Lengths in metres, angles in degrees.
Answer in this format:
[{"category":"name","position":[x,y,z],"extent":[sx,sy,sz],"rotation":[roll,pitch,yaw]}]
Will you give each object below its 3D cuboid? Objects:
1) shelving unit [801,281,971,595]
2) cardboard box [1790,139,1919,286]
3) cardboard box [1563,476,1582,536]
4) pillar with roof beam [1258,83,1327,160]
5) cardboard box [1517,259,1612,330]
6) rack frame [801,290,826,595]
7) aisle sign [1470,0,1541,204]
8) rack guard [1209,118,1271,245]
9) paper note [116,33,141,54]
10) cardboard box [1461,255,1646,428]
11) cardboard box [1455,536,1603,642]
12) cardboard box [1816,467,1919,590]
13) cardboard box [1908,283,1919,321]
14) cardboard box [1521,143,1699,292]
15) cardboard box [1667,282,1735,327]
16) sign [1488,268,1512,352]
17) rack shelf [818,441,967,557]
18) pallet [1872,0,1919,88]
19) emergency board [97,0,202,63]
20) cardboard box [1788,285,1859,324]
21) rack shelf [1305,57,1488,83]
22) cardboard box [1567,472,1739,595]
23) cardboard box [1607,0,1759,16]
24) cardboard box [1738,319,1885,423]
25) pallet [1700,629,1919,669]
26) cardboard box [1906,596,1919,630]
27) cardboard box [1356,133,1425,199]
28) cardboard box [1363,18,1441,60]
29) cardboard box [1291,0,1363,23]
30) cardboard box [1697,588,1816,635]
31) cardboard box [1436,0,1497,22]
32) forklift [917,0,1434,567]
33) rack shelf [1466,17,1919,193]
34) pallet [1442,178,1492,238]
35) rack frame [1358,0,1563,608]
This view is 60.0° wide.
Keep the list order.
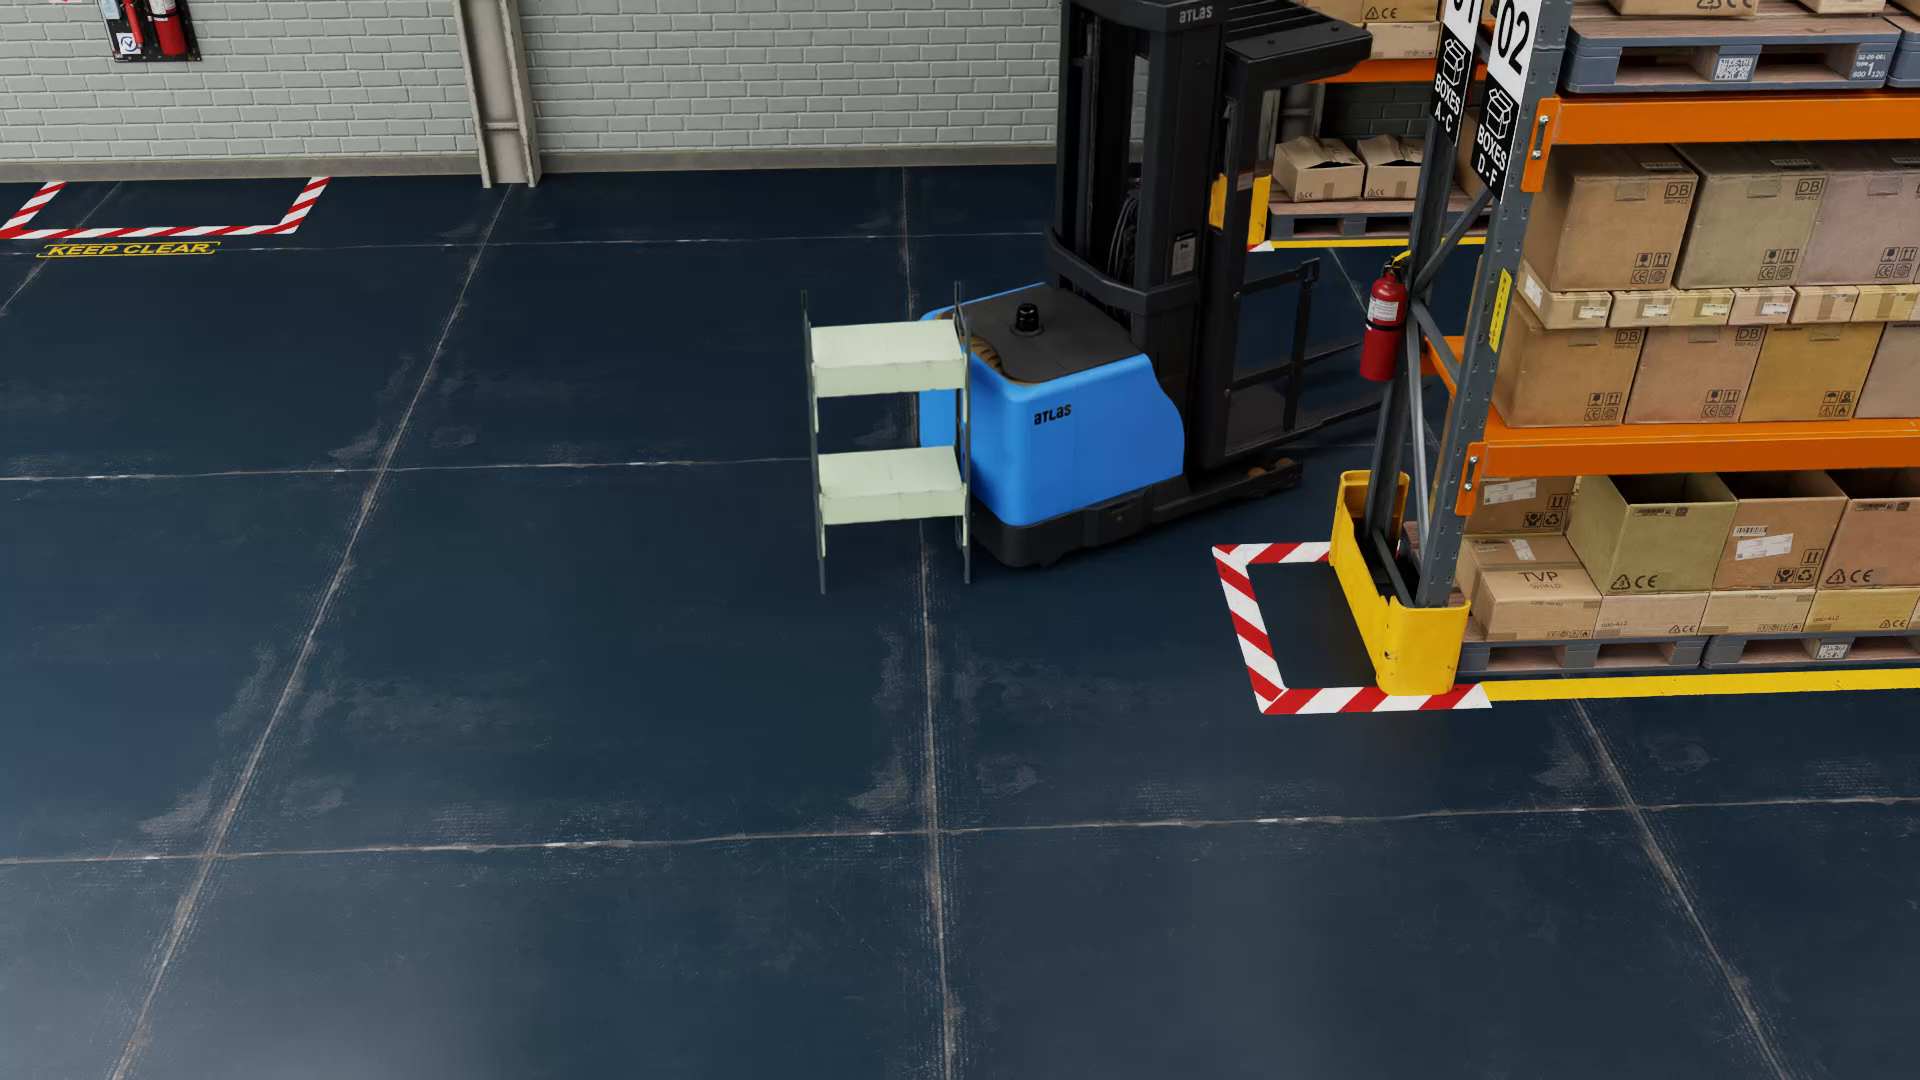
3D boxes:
[{"category":"shelving unit","position":[-0.350,-0.479,8.160],"extent":[0.755,1.500,0.431],"rotation":[-4,35,-6]},{"category":"cardboard box","position":[3.684,-1.456,7.026],"extent":[0.500,0.500,0.700],"rotation":[-1,35,-2]},{"category":"cardboard box","position":[3.156,-0.088,8.325],"extent":[0.500,0.250,0.500],"rotation":[-2,35,-2]},{"category":"pillar with roof beam","position":[2.759,-4.189,6.932],"extent":[0.400,9.000,9.100],"rotation":[-2,35,-2]},{"category":"cardboard box","position":[2.538,-1.039,6.994],"extent":[0.250,0.149,0.380],"rotation":[-2,35,-3]},{"category":"rack frame","position":[-0.713,-0.452,8.122],"extent":[0.023,1.500,0.400],"rotation":[-4,35,-6]},{"category":"aisle sign","position":[2.084,-1.736,6.375],"extent":[0.004,0.787,0.394],"rotation":[-2,35,-2]},{"category":"rack guard","position":[1.973,-2.633,12.152],"extent":[0.348,0.500,1.175],"rotation":[-2,35,-2]},{"category":"paper note","position":[-6.088,-3.635,12.177],"extent":[0.142,0.148,0.016],"rotation":[-2,35,-2]},{"category":"cardboard box","position":[2.602,-0.890,7.348],"extent":[0.500,0.500,0.700],"rotation":[-2,35,-2]},{"category":"cardboard box","position":[2.682,0.227,7.870],"extent":[0.500,0.250,0.500],"rotation":[-2,35,-2]},{"category":"cardboard box","position":[4.180,-0.121,7.713],"extent":[0.500,0.500,0.500],"rotation":[-2,35,-2]},{"category":"cardboard box","position":[4.073,-1.080,7.054],"extent":[0.250,0.149,0.380],"rotation":[-1,35,-2]},{"category":"cardboard box","position":[2.655,-1.425,6.981],"extent":[0.500,0.500,0.700],"rotation":[-1,35,-2]},{"category":"cardboard box","position":[3.050,-1.054,7.015],"extent":[0.250,0.149,0.380],"rotation":[-1,35,-2]},{"category":"sign","position":[2.156,-0.916,6.644],"extent":[0.005,0.325,0.100],"rotation":[-2,35,-2]},{"category":"rack shelf","position":[-0.350,-0.211,8.346],"extent":[0.720,0.370,0.431],"rotation":[-4,35,-6]},{"category":"pallet","position":[4.064,-2.079,6.597],"extent":[1.213,0.211,1.003],"rotation":[-2,35,-2]},{"category":"emergency board","position":[-5.908,-3.963,11.877],"extent":[0.643,1.169,0.194],"rotation":[-2,35,-2]},{"category":"cardboard box","position":[3.569,-1.068,7.036],"extent":[0.250,0.149,0.380],"rotation":[-3,35,-4]},{"category":"rack shelf","position":[3.895,-3.417,11.720],"extent":[4.000,0.370,1.077],"rotation":[-2,35,-2]},{"category":"cardboard box","position":[3.181,-0.096,7.678],"extent":[0.500,0.500,0.500],"rotation":[-2,35,-2]},{"category":"cardboard box","position":[2.710,-2.363,6.346],"extent":[0.637,0.503,0.797],"rotation":[1,35,1]},{"category":"cardboard box","position":[3.623,-0.917,7.387],"extent":[0.500,0.500,0.700],"rotation":[-1,35,-2]},{"category":"pallet","position":[4.113,0.228,8.272],"extent":[1.213,0.211,1.003],"rotation":[-2,35,-2]},{"category":"cardboard box","position":[4.679,0.173,7.947],"extent":[0.500,0.250,0.500],"rotation":[-2,35,-2]},{"category":"cardboard box","position":[3.162,-2.717,12.053],"extent":[0.500,0.311,0.500],"rotation":[1,35,2]},{"category":"cardboard box","position":[2.918,-3.460,11.265],"extent":[0.500,0.250,0.500],"rotation":[-3,35,-4]},{"category":"cardboard box","position":[2.388,-3.756,11.033],"extent":[0.500,0.500,0.500],"rotation":[-1,35,-2]},{"category":"cardboard box","position":[3.680,0.198,7.912],"extent":[0.500,0.250,0.500],"rotation":[-2,35,-2]},{"category":"cardboard box","position":[3.399,-3.774,11.059],"extent":[0.500,0.500,0.500],"rotation":[-3,35,-4]},{"category":"forklift","position":[1.302,-1.676,8.633],"extent":[3.031,2.935,1.130],"rotation":[-18,39,-24]},{"category":"rack shelf","position":[4.133,-1.835,6.798],"extent":[4.000,0.370,1.077],"rotation":[-2,35,-2]},{"category":"pallet","position":[4.002,-2.547,12.282],"extent":[1.213,0.211,1.003],"rotation":[-2,35,-2]},{"category":"rack frame","position":[2.135,-0.843,7.369],"extent":[0.127,3.000,1.000],"rotation":[-2,35,-2]}]
